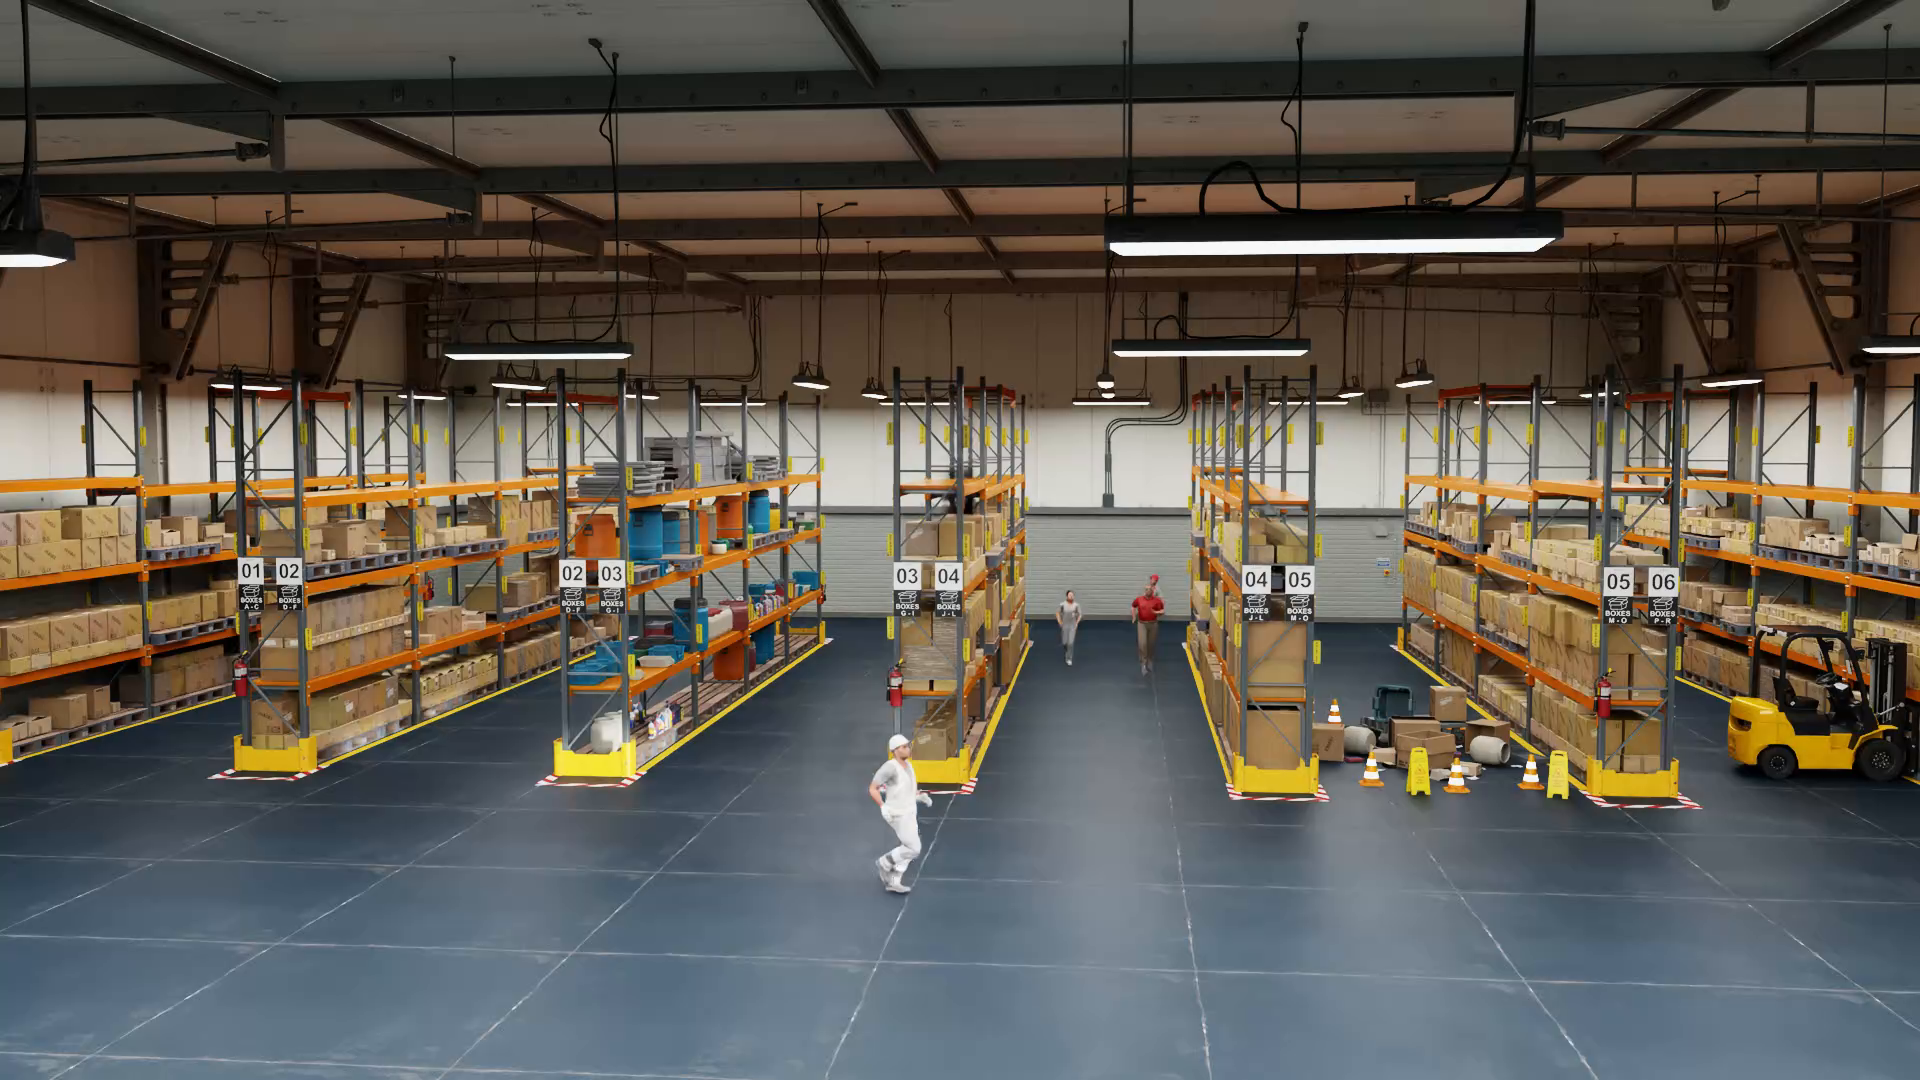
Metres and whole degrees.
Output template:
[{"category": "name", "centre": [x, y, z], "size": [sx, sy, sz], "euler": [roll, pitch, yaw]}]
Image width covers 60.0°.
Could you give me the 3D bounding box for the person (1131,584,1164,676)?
[{"category": "person", "centre": [3.760, 1.776, 33.261], "size": [0.646, 1.784, 0.816], "euler": [0, 4, 1]}]

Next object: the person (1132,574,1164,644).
[{"category": "person", "centre": [4.509, 1.664, 39.962], "size": [0.562, 1.689, 0.716], "euler": [-2, 4, -28]}]

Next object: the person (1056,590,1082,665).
[{"category": "person", "centre": [2.403, 1.921, 36.600], "size": [0.567, 1.636, 0.540], "euler": [0, 4, 2]}]

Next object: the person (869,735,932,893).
[{"category": "person", "centre": [-0.614, 3.000, 18.185], "size": [0.587, 1.739, 0.656], "euler": [2, 4, 27]}]
